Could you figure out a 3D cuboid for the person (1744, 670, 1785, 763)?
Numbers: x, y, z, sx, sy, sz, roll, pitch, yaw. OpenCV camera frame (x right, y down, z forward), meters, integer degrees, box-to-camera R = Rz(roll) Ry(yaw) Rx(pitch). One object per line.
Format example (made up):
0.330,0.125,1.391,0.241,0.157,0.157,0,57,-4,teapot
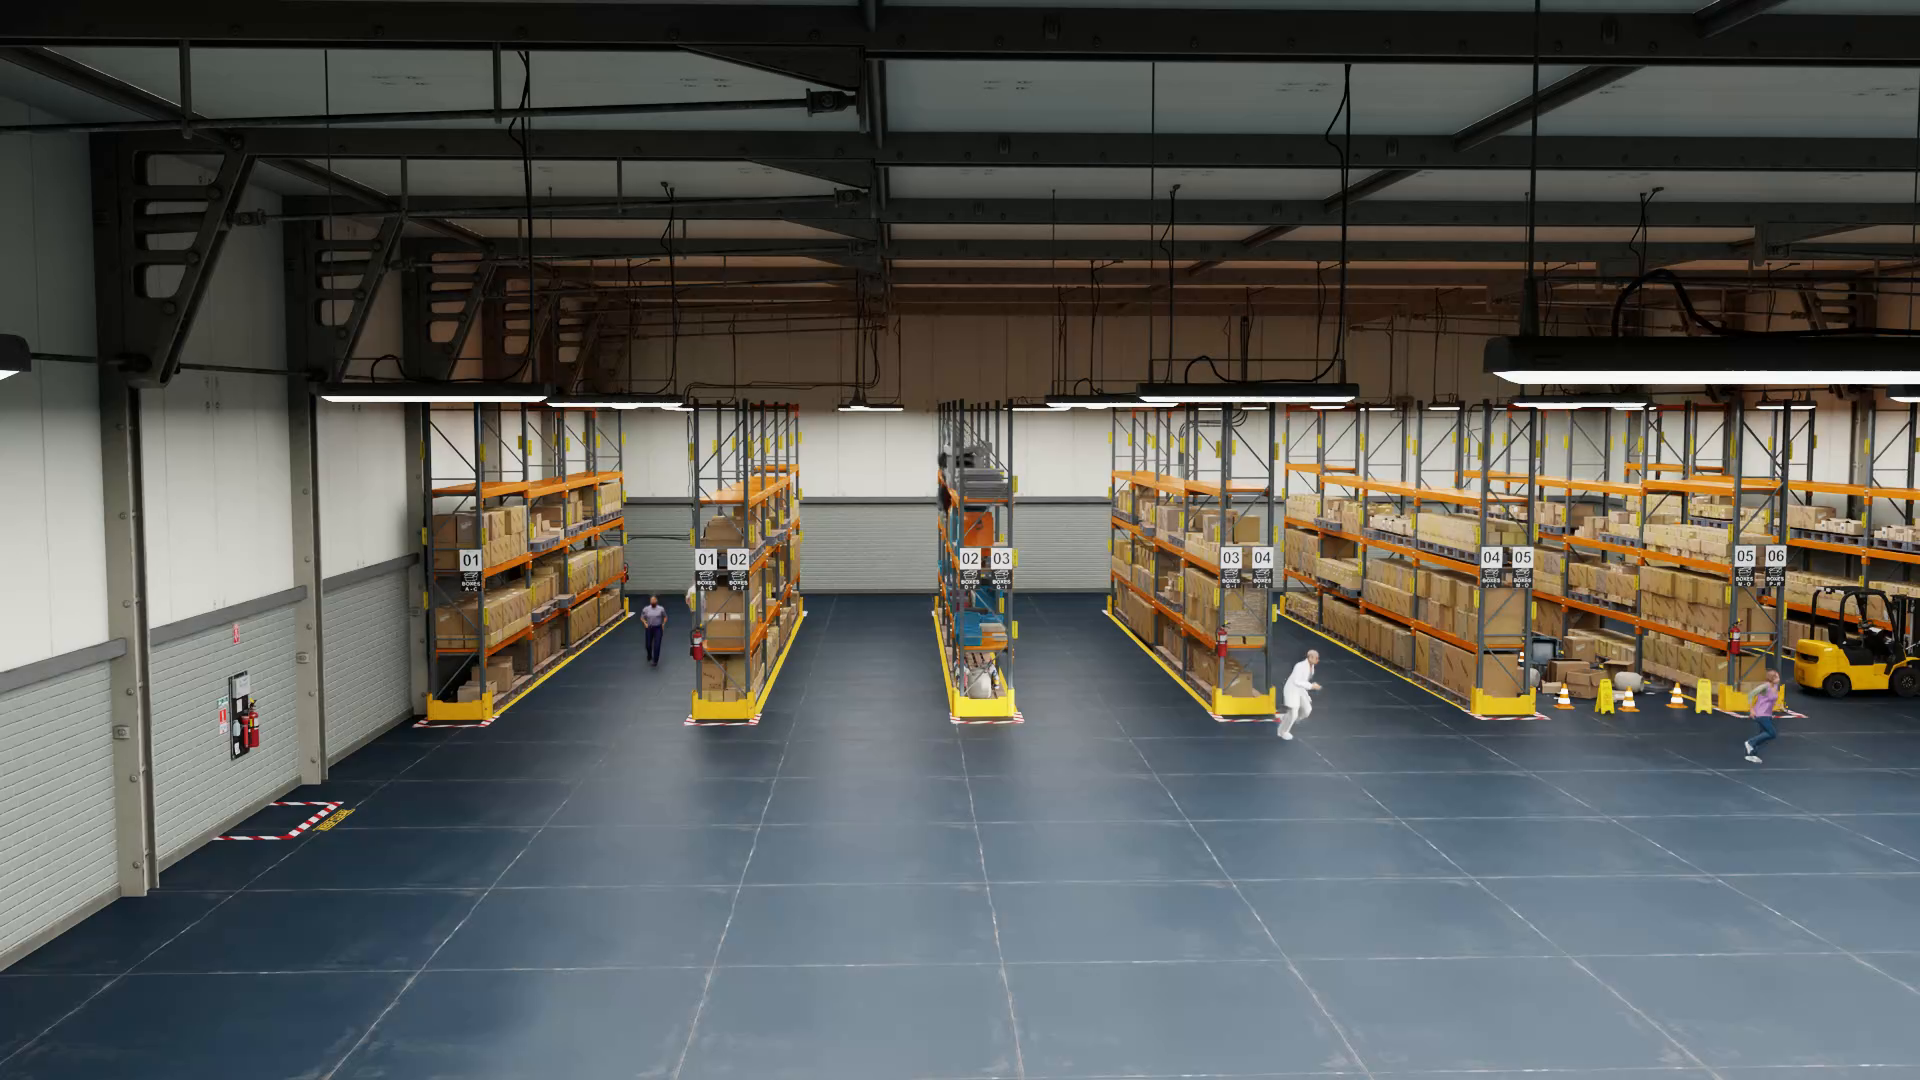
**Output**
13.165,2.886,27.186,0.470,1.540,0.587,-4,6,-43,person

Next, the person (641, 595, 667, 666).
-6.954,2.064,37.823,0.595,1.579,0.561,-1,4,-11,person

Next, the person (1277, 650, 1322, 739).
6.000,2.706,29.205,0.908,1.608,0.737,4,6,41,person

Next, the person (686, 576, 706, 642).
-6.438,1.734,41.042,0.651,1.760,0.893,-1,4,-7,person
